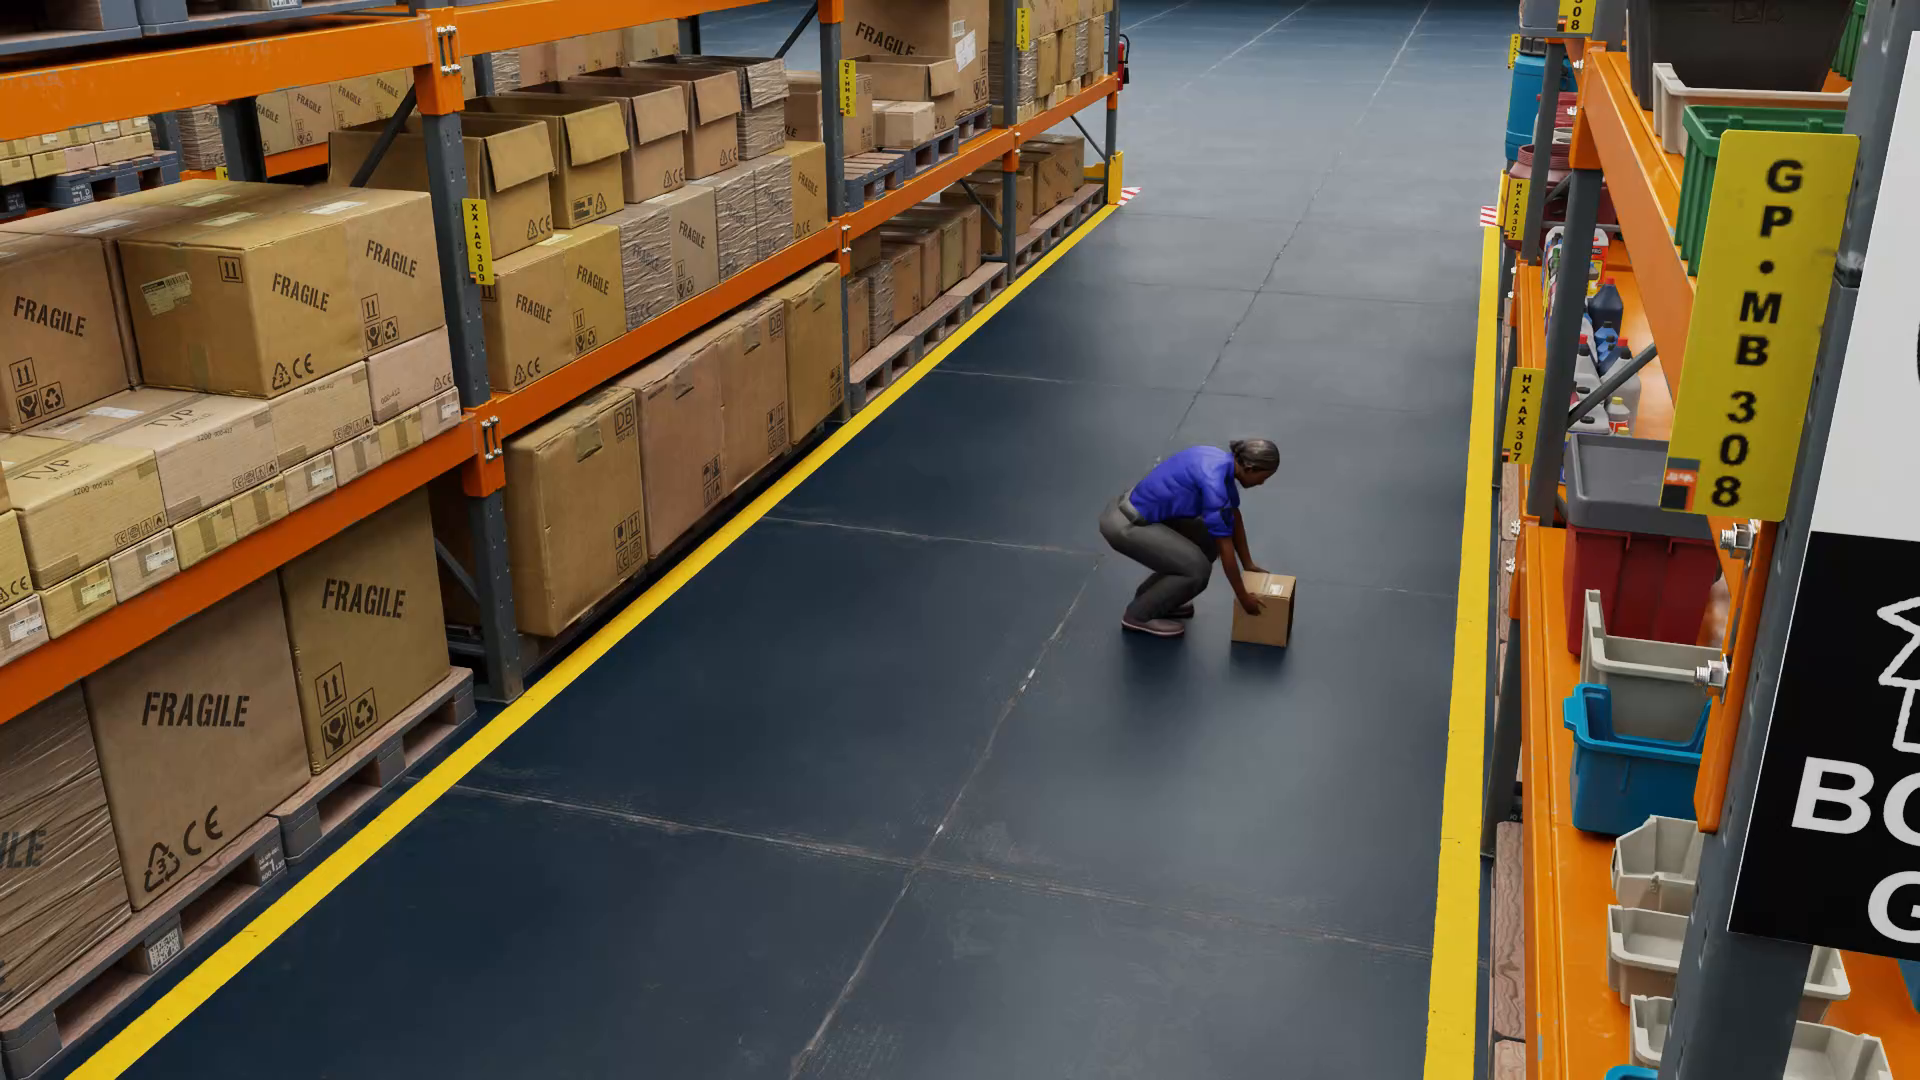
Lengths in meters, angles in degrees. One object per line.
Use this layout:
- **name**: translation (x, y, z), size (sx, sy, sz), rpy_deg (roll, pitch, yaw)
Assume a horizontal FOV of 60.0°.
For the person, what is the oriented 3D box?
- **person**: translation (1.055, -0.042, 7.674), size (0.801, 0.932, 0.483), rpy_deg (6, 23, 15)
